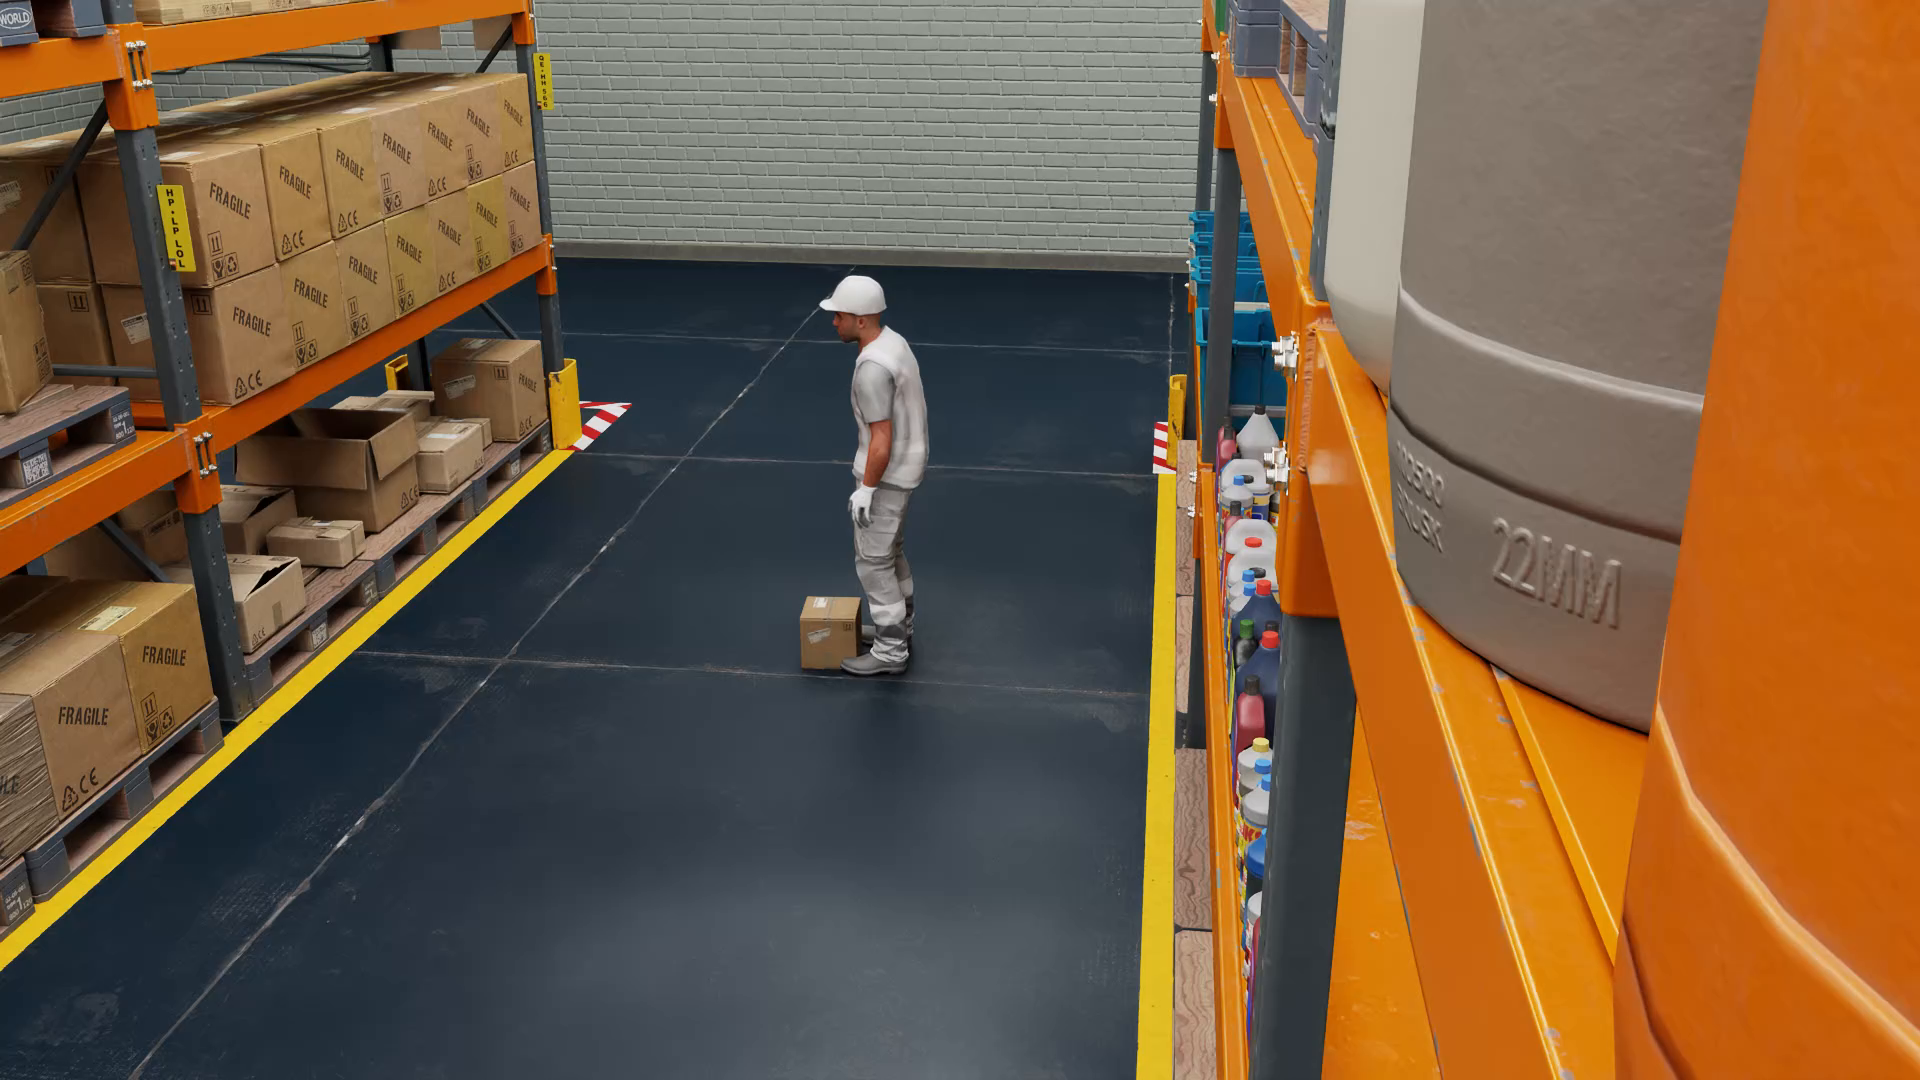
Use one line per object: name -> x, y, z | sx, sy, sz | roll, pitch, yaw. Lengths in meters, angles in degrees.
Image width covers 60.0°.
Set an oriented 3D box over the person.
person -> -0.363, -0.281, 7.293 | 0.454, 1.779, 0.604 | 2, 21, 6
